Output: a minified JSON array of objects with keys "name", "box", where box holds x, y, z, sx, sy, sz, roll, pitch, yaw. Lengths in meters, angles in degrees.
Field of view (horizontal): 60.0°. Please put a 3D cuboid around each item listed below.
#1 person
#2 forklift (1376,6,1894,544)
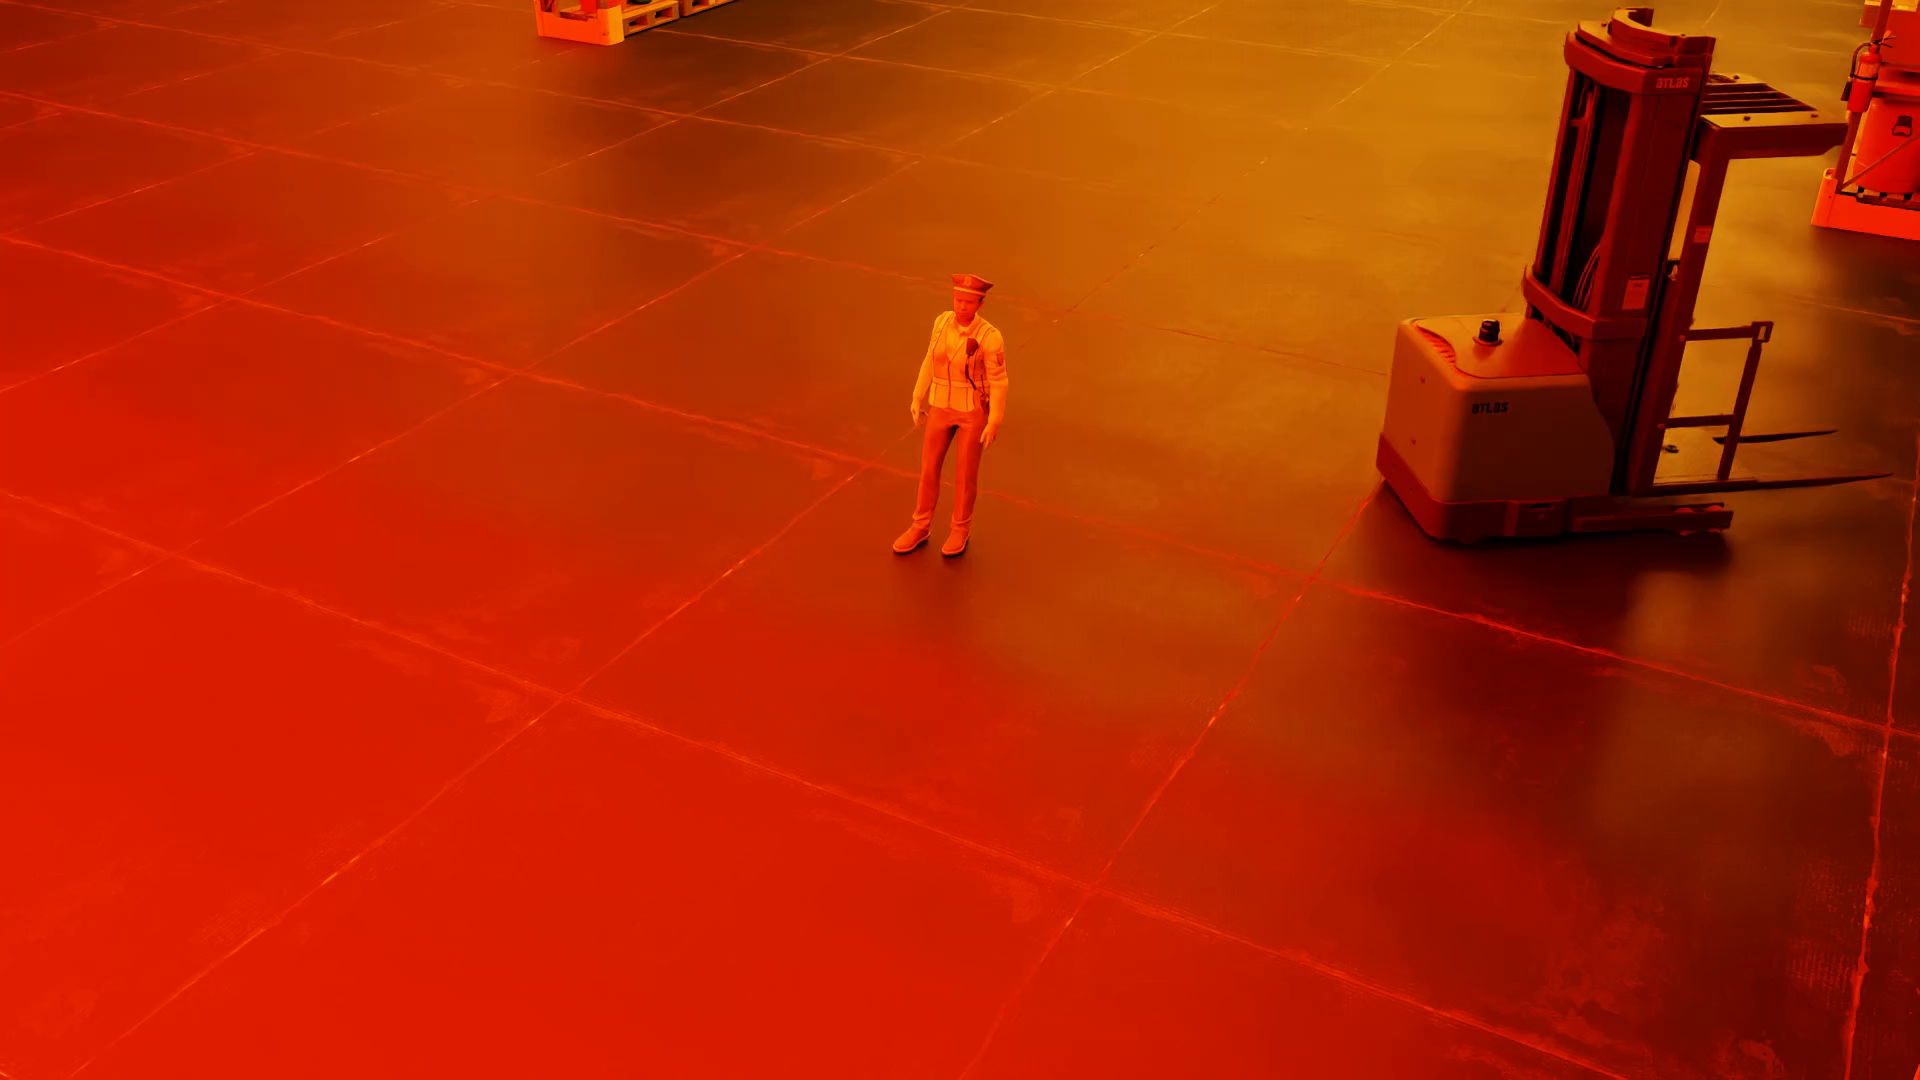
[{"name":"person","box":[-0.040,-0.712,9.527,0.586,1.694,0.530,15,33,25]},{"name":"forklift","box":[4.230,-1.559,9.771,3.031,2.935,1.130,-4,30,-6]}]
